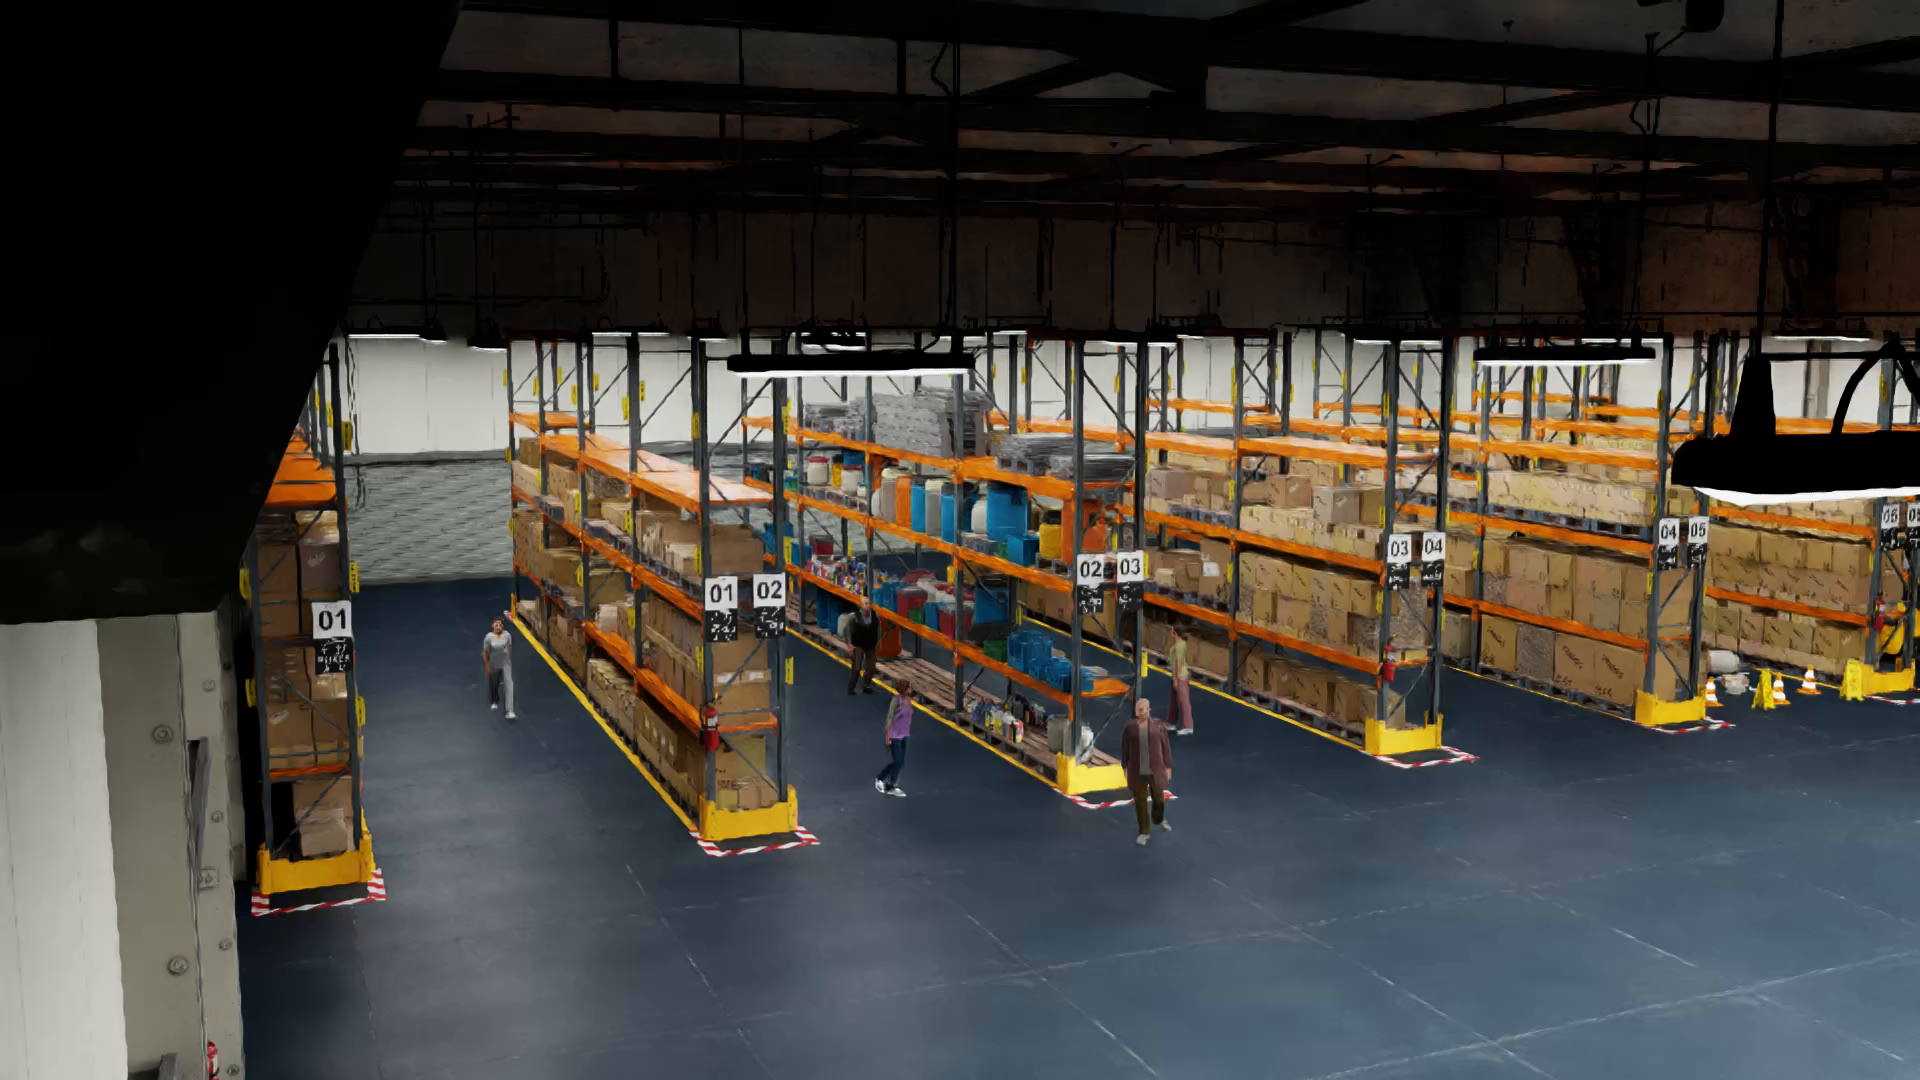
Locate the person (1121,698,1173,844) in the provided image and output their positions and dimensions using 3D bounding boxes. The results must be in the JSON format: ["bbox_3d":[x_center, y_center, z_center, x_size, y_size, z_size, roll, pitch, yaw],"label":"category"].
[{"bbox_3d":[2.255,2.744,20.028,0.619,1.773,0.574,2,8,13],"label":"person"}]

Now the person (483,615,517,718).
[{"bbox_3d":[-7.280,1.969,26.228,0.446,1.590,1.110,-3,8,-21],"label":"person"}]

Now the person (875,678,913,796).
[{"bbox_3d":[-0.855,2.585,21.846,0.443,1.589,0.477,4,9,28],"label":"person"}]

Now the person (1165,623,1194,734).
[{"bbox_3d":[3.273,2.071,25.189,0.569,1.668,0.559,1,8,7],"label":"person"}]

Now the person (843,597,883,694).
[{"bbox_3d":[-1.610,1.754,27.677,0.677,1.673,0.530,-4,9,-24],"label":"person"}]
